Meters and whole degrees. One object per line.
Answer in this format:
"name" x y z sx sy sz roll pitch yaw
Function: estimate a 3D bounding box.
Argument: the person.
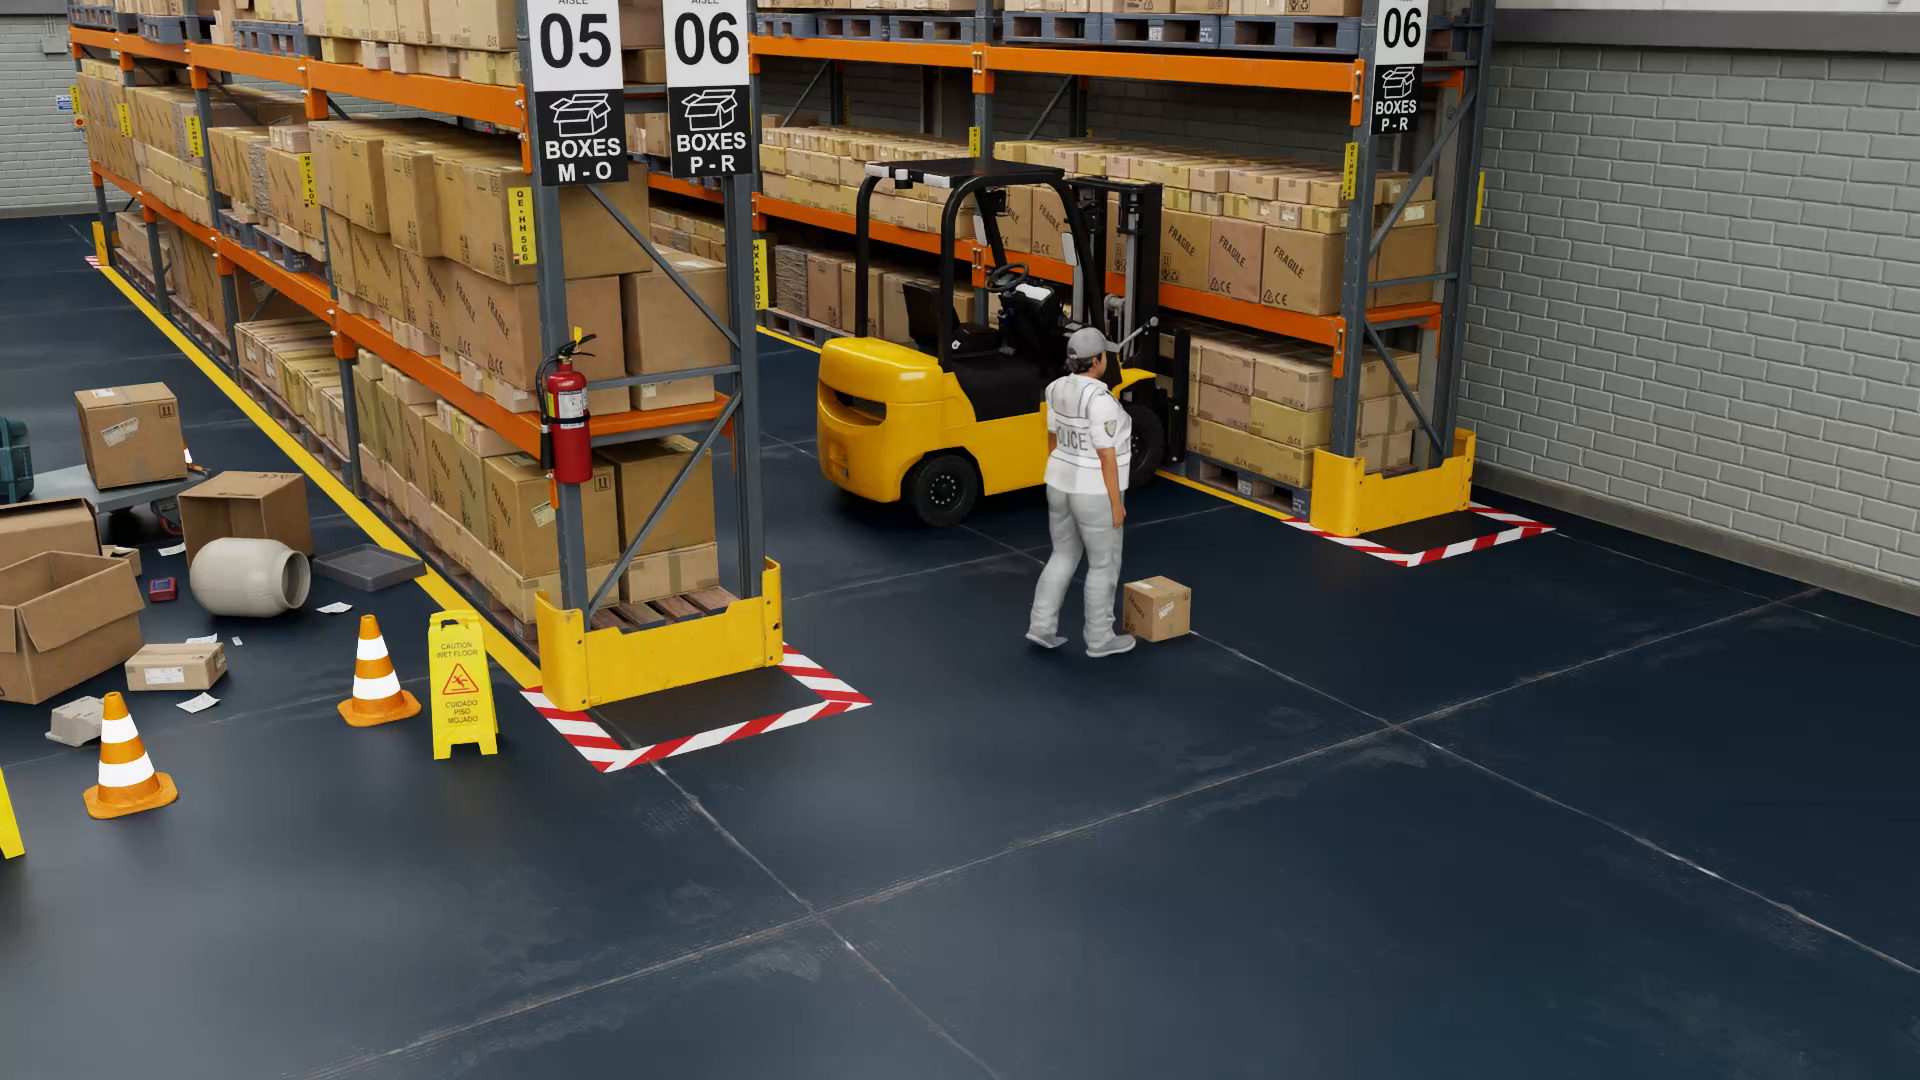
"person" 0.636 -0.209 8.255 0.491 1.707 0.480 -11 21 -31
